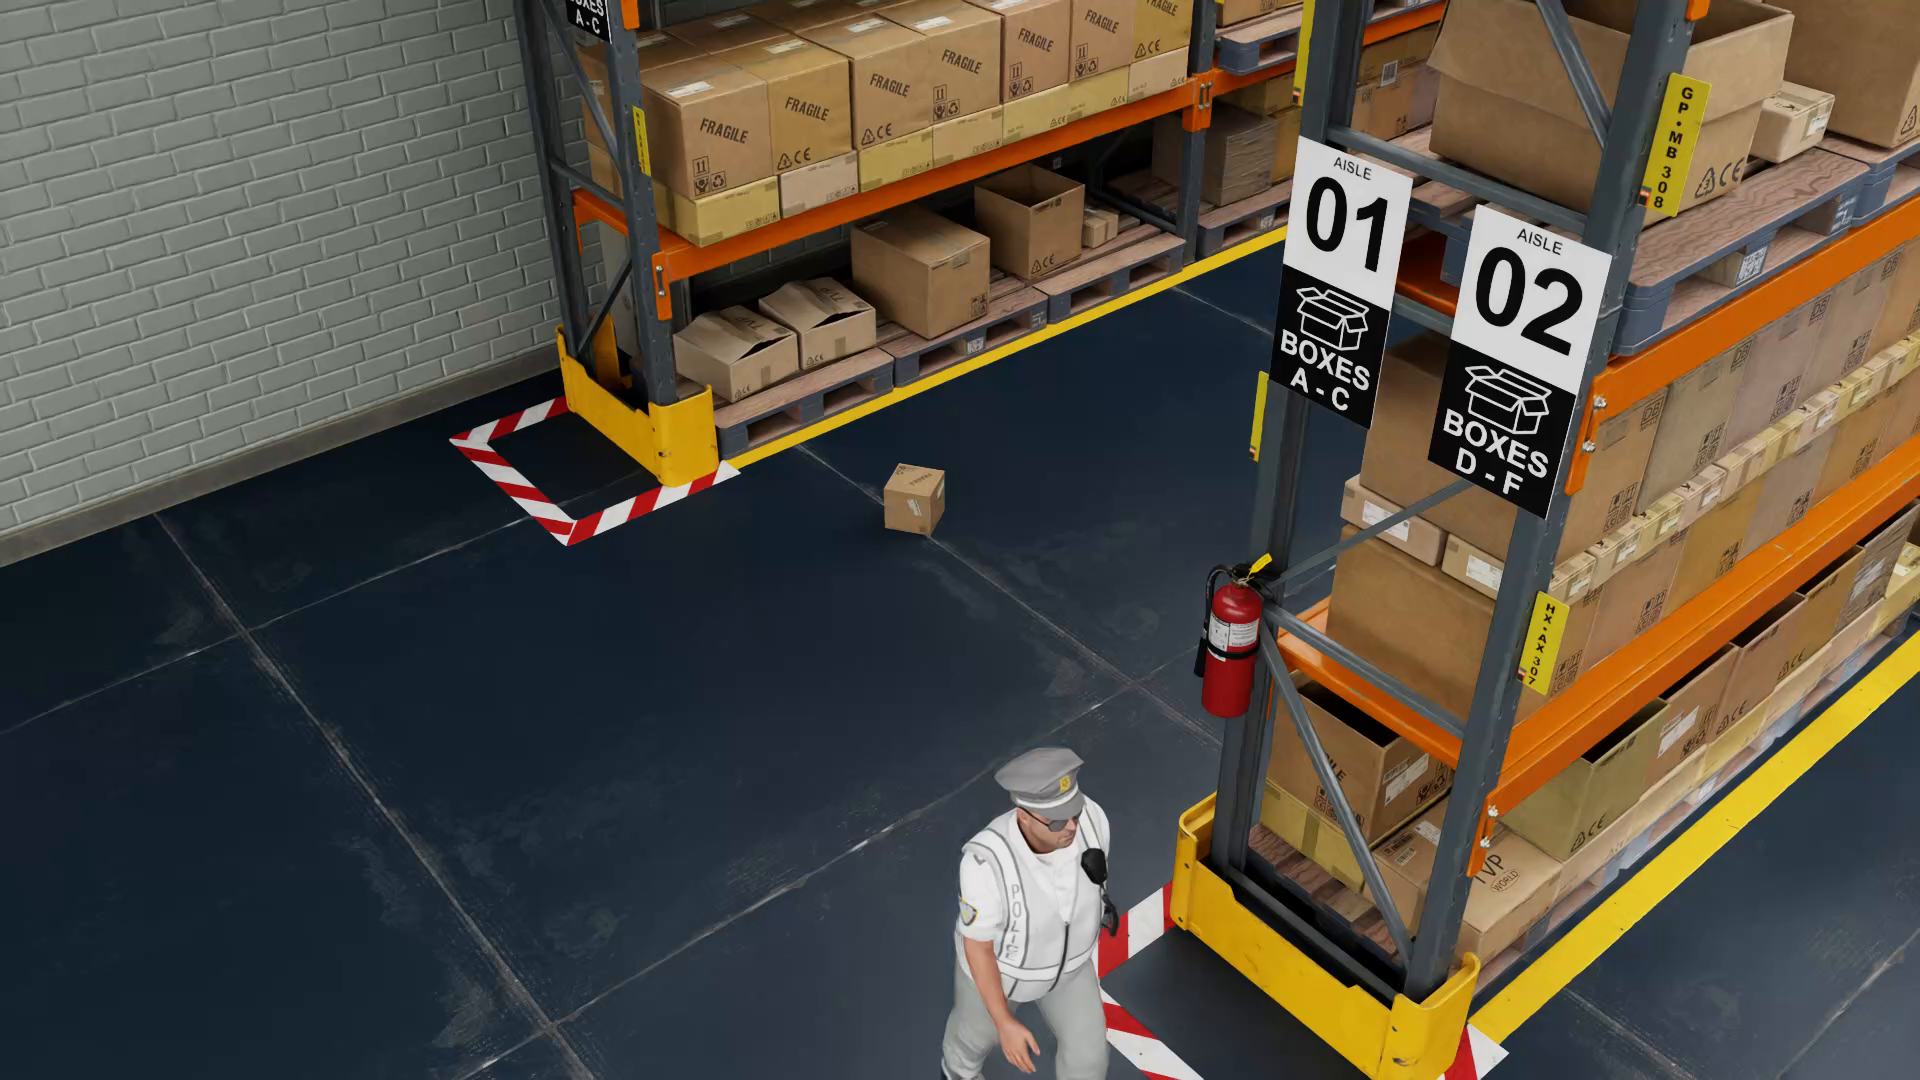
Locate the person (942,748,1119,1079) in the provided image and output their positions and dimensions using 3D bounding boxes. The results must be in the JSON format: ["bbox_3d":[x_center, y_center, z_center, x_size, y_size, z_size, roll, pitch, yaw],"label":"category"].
[{"bbox_3d":[0.246,1.340,5.246,0.574,1.811,0.740,-17,39,-22],"label":"person"}]
